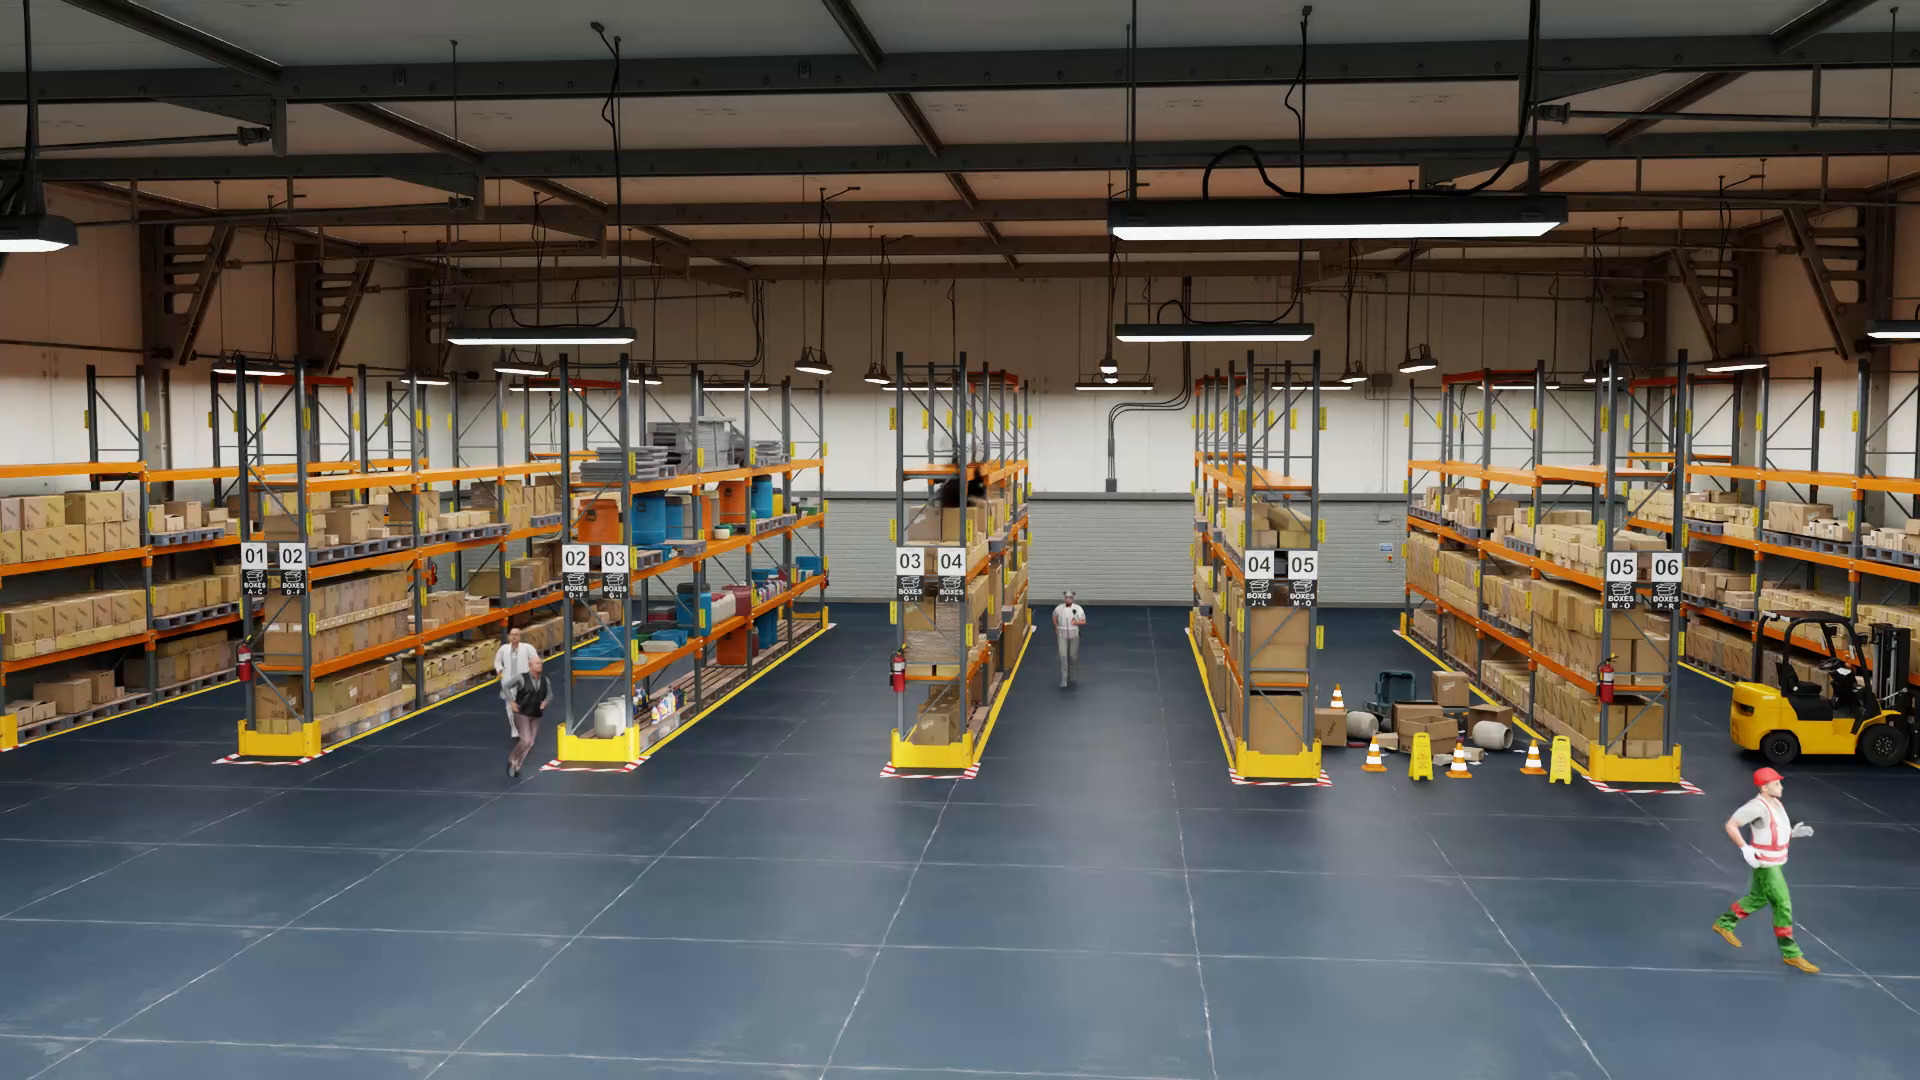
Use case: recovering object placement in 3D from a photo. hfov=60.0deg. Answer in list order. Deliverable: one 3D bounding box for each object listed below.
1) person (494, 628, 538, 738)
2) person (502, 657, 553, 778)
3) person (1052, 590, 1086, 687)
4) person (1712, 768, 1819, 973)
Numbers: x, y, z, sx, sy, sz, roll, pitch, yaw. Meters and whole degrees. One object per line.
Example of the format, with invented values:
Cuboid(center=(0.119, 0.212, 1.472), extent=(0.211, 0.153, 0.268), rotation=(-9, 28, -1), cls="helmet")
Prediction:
Cuboid(center=(-7.042, 2.261, 26.357), extent=(0.705, 1.727, 0.660), rotation=(0, 4, -5), cls="person")
Cuboid(center=(-6.081, 2.493, 23.479), extent=(0.618, 1.679, 0.699), rotation=(4, 6, 44), cls="person")
Cuboid(center=(2.074, 1.847, 31.697), extent=(0.657, 1.807, 0.874), rotation=(0, 4, 7), cls="person")
Cuboid(center=(7.440, 2.987, 15.330), extent=(0.980, 1.787, 0.655), rotation=(4, 6, 43), cls="person")
